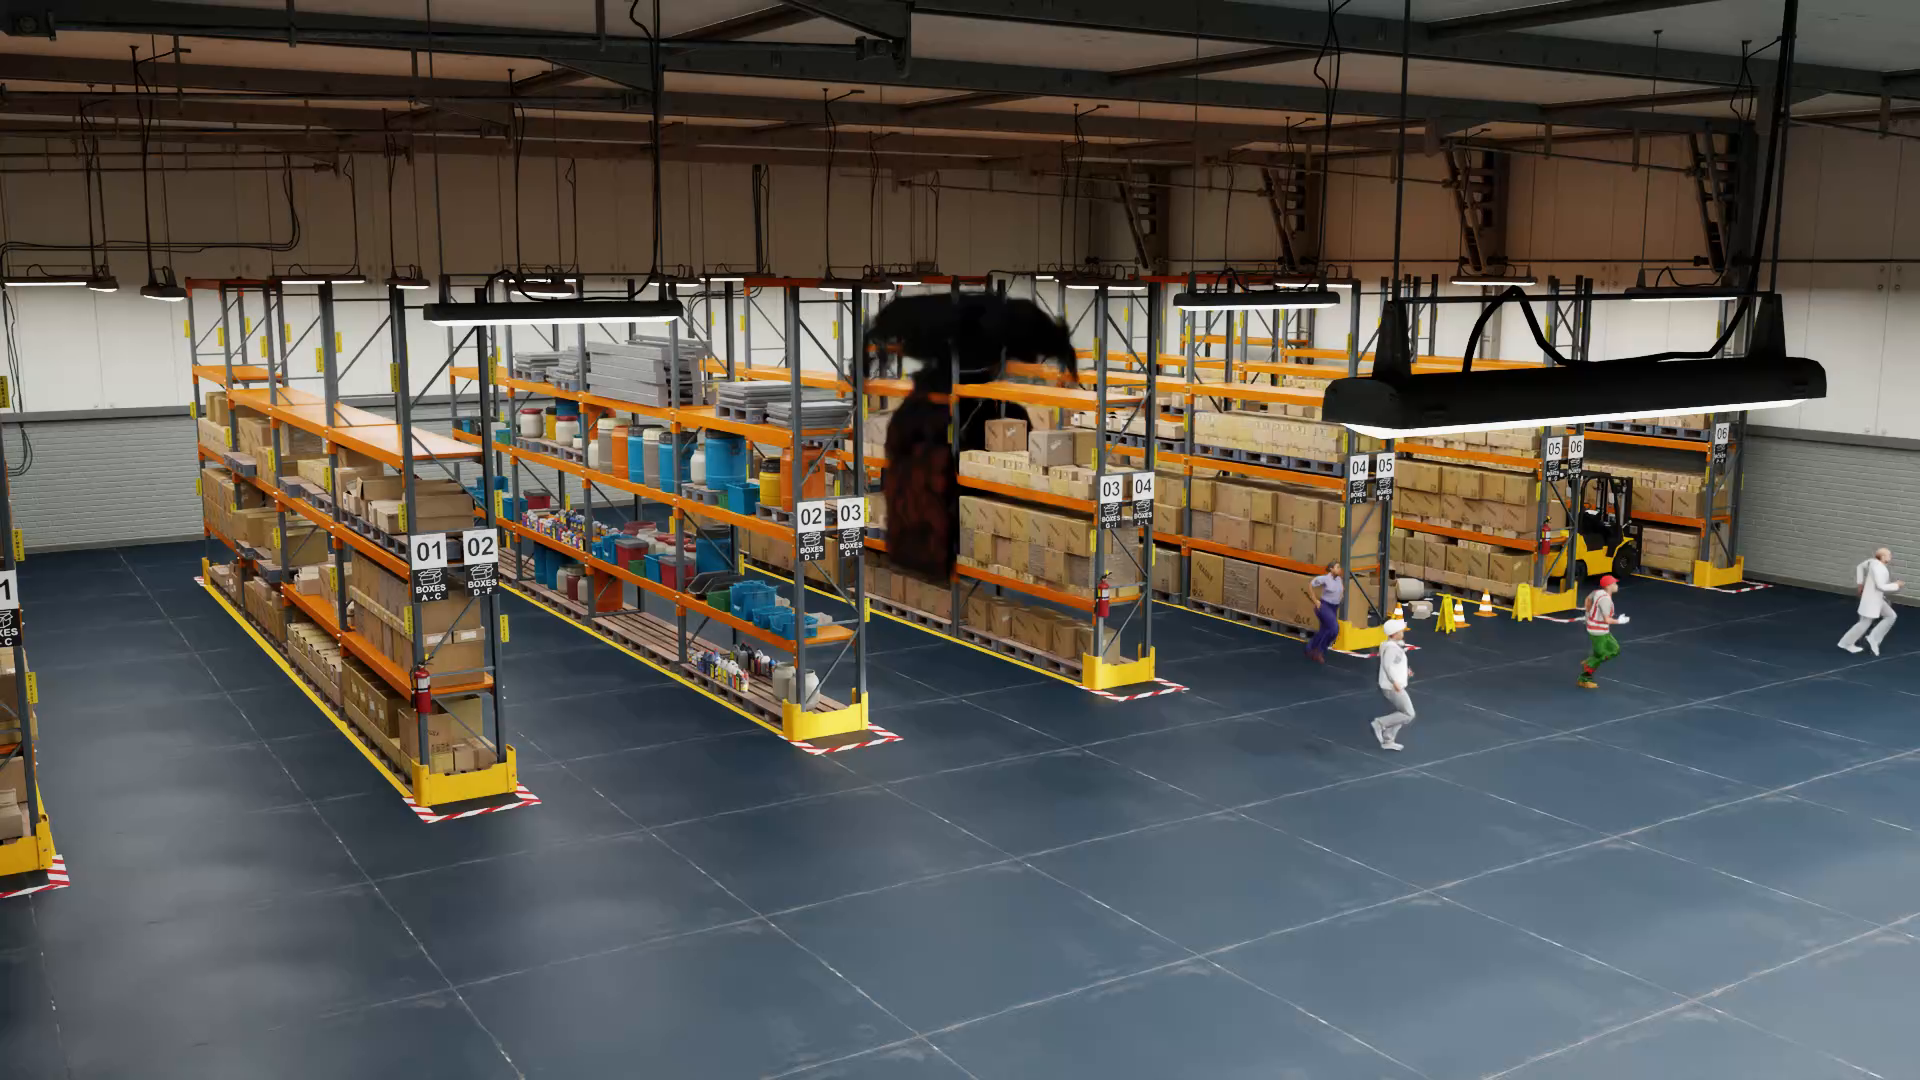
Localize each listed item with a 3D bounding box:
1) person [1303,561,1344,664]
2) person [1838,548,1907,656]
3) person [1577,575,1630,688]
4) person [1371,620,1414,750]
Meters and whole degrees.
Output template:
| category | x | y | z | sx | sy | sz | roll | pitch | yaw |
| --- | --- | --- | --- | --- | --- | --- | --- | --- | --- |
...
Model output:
| category | x | y | z | sx | sy | sz | roll | pitch | yaw |
| --- | --- | --- | --- | --- | --- | --- | --- | --- | --- |
| person | 5.833 | 1.128 | 26.529 | 0.678 | 1.602 | 0.713 | 9 | 13 | 43 |
| person | 14.712 | 0.991 | 26.799 | 0.886 | 1.772 | 0.752 | 5 | 11 | 26 |
| person | 9.567 | 1.359 | 24.683 | 0.657 | 1.728 | 0.707 | 3 | 10 | 16 |
| person | 5.631 | 1.887 | 21.624 | 0.553 | 1.732 | 0.706 | 1 | 10 | 6 |
